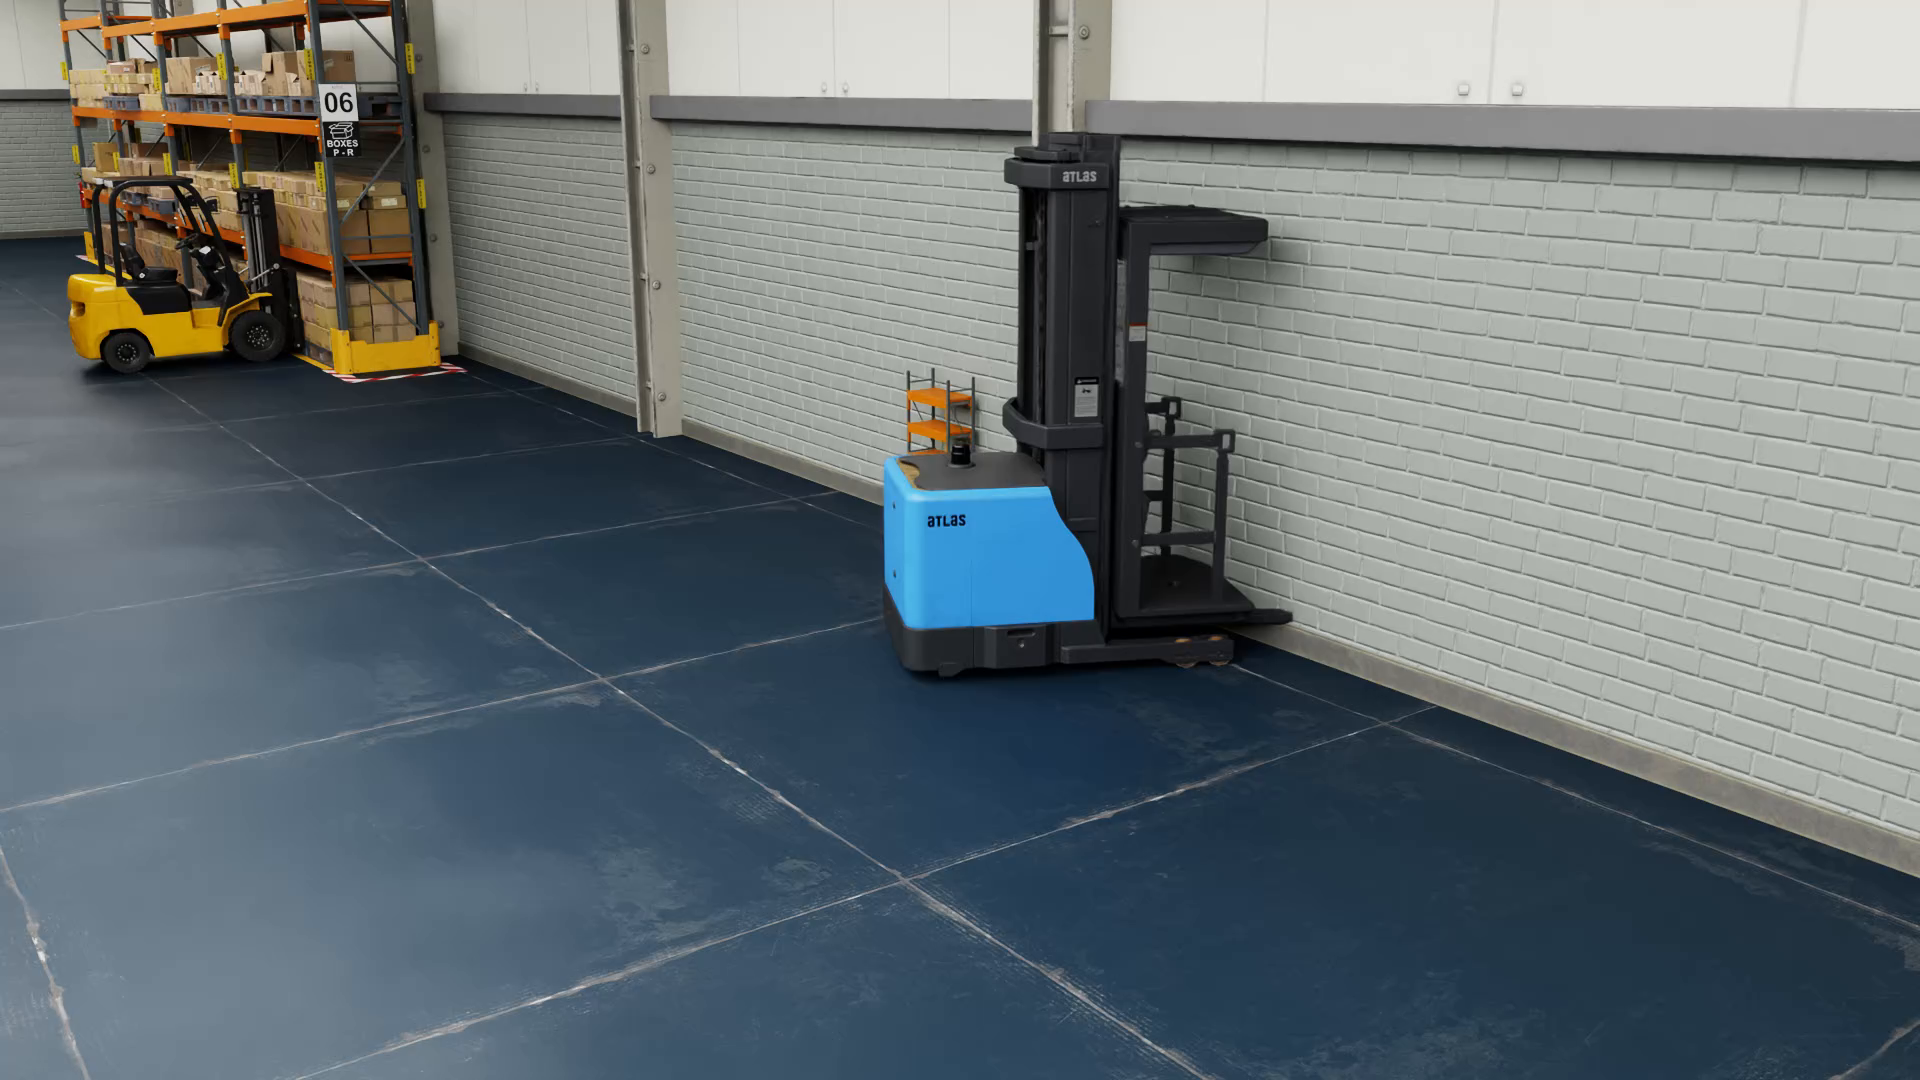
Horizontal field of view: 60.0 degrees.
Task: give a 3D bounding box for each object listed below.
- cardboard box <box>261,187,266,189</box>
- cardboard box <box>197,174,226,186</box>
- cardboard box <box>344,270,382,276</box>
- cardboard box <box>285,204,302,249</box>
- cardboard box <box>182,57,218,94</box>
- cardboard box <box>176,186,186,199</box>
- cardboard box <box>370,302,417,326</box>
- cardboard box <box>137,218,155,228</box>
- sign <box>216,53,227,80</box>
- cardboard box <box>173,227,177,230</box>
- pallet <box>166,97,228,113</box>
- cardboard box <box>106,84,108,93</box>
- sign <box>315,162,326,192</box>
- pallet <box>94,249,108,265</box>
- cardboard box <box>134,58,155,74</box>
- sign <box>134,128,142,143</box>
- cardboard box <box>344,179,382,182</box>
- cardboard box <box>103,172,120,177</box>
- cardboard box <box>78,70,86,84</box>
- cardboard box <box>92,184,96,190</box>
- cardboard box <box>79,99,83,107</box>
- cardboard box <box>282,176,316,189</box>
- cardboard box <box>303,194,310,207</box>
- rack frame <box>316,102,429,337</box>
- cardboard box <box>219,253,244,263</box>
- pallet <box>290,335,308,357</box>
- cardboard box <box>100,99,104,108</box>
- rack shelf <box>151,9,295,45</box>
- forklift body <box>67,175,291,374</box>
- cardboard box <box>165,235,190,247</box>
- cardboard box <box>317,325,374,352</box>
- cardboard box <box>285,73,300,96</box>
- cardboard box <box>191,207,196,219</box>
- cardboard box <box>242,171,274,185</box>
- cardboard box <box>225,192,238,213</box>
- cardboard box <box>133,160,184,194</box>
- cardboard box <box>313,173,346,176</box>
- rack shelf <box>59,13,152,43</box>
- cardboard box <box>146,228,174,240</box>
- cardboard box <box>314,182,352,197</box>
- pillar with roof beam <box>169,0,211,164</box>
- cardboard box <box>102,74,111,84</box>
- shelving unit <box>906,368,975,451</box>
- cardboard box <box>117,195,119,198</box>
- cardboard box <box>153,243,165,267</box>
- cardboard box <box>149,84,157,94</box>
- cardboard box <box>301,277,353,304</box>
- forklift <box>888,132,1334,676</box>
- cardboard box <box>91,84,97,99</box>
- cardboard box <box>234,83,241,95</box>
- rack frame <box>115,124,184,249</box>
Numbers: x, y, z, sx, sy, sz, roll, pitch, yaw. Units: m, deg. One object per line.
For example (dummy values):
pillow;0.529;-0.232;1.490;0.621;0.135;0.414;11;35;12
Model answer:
cardboard box;-8.650;-4.397;21.041;0.380;0.149;0.250;-10;18;-33
cardboard box;-10.674;-5.143;23.766;0.380;0.149;0.250;-10;18;-33
cardboard box;-7.398;-3.166;20.482;0.500;0.250;0.500;-11;19;-35
cardboard box;-7.788;-3.795;20.071;0.500;0.500;0.500;-11;19;-36
cardboard box;-10.563;-6.505;23.306;0.500;0.500;0.500;-10;18;-33
cardboard box;-11.347;-5.202;24.736;0.500;0.250;0.500;-11;19;-35
cardboard box;-6.795;-2.711;19.766;0.500;0.250;0.500;-10;18;-34
cardboard box;-13.698;-5.368;28.155;0.380;0.149;0.250;-11;19;-35
sign;-9.472;-6.077;21.339;0.100;0.325;0.005;-11;19;-35
cardboard box;-13.134;-5.244;28.265;0.380;0.149;0.250;-11;19;-35
pallet;-10.919;-6.394;24.432;1.213;0.211;1.003;-10;18;-32
cardboard box;-13.888;-7.474;27.512;0.380;0.149;0.250;-11;19;-34
sign;-7.134;-4.053;18.559;0.100;0.325;0.005;-11;19;-35
pallet;-15.580;-5.346;31.210;1.003;0.211;1.213;-11;19;-35
cardboard box;-13.507;-7.889;27.677;0.396;0.266;0.258;-11;19;-35
sign;-15.634;-7.670;31.627;0.100;0.325;0.005;-11;19;-35
cardboard box;-7.138;-4.241;19.908;0.380;0.149;0.250;-11;19;-34
cardboard box;-14.828;-6.379;29.421;0.500;0.250;0.500;-11;19;-35
cardboard box;-15.446;-8.286;29.761;0.500;0.250;0.500;-11;19;-35
cardboard box;-15.936;-6.597;30.972;0.380;0.149;0.250;-10;18;-33
cardboard box;-15.719;-7.921;30.127;0.380;0.149;0.250;-10;18;-33
cardboard box;-8.109;-4.392;20.461;0.380;0.149;0.250;-11;19;-34
cardboard box;-7.531;-4.022;19.672;0.380;0.149;0.250;-11;19;-35
rack frame;-6.687;-3.461;19.040;1.000;3.000;0.127;-11;19;-35
cardboard box;-10.248;-3.809;24.015;0.875;0.625;0.625;-12;19;-37
pallet;-7.883;-2.533;20.932;1.003;0.211;1.213;-11;19;-35
cardboard box;-14.626;-7.545;28.754;0.380;0.149;0.250;-11;19;-35
rack shelf;-10.215;-7.096;23.077;1.077;0.370;4.000;-11;19;-35
forklift body;-9.277;-3.174;19.597;2.313;2.155;1.214;-11;19;-35
cardboard box;-12.456;-4.778;26.564;0.380;0.149;0.250;-11;19;-35
cardboard box;-7.219;-2.389;19.535;0.500;0.250;0.500;-11;19;-34
cardboard box;-7.569;-5.278;19.265;0.396;0.266;0.258;-11;19;-34
cardboard box;-11.036;-4.856;24.421;0.500;0.250;0.500;-11;19;-36
cardboard box;-9.091;-4.706;21.606;0.380;0.149;0.250;-10;18;-33
cardboard box;-9.534;-4.549;22.353;0.500;0.250;0.500;-11;19;-36
cardboard box;-12.873;-5.858;26.813;0.700;0.500;0.500;-11;19;-35
cardboard box;-7.992;-4.582;21.153;0.380;0.149;0.250;-11;19;-35
rack shelf;-14.918;-8.996;29.266;1.077;0.370;4.000;-11;19;-35
cardboard box;-13.361;-5.115;27.794;0.380;0.149;0.250;-12;19;-37
cardboard box;-7.238;-4.057;19.236;0.380;0.149;0.250;-11;19;-34
pillar with roof beam;-16.905;-8.538;26.223;9.100;9.000;0.400;-11;19;-35
cardboard box;-13.922;-7.612;27.450;0.380;0.149;0.250;-10;18;-33
shelving unit;-0.139;-0.606;12.016;0.258;1.200;0.503;-11;19;-35
cardboard box;-14.477;-6.035;28.921;0.380;0.149;0.250;-10;18;-33
cardboard box;-12.729;-4.551;26.962;0.500;0.500;0.500;-12;19;-37
cardboard box;-12.246;-6.939;25.595;0.380;0.149;0.250;-11;19;-35
cardboard box;-7.515;-2.978;19.793;0.500;0.250;0.500;-10;18;-34
forklift;1.114;-0.794;9.426;3.031;2.935;1.130;0;15;0
cardboard box;-14.835;-7.826;29.027;0.500;0.250;0.500;-10;18;-33
cardboard box;-9.020;-5.749;21.207;0.380;0.149;0.250;-10;18;-33
rack frame;-13.742;-6.024;28.402;1.000;3.000;0.127;-11;19;-35
